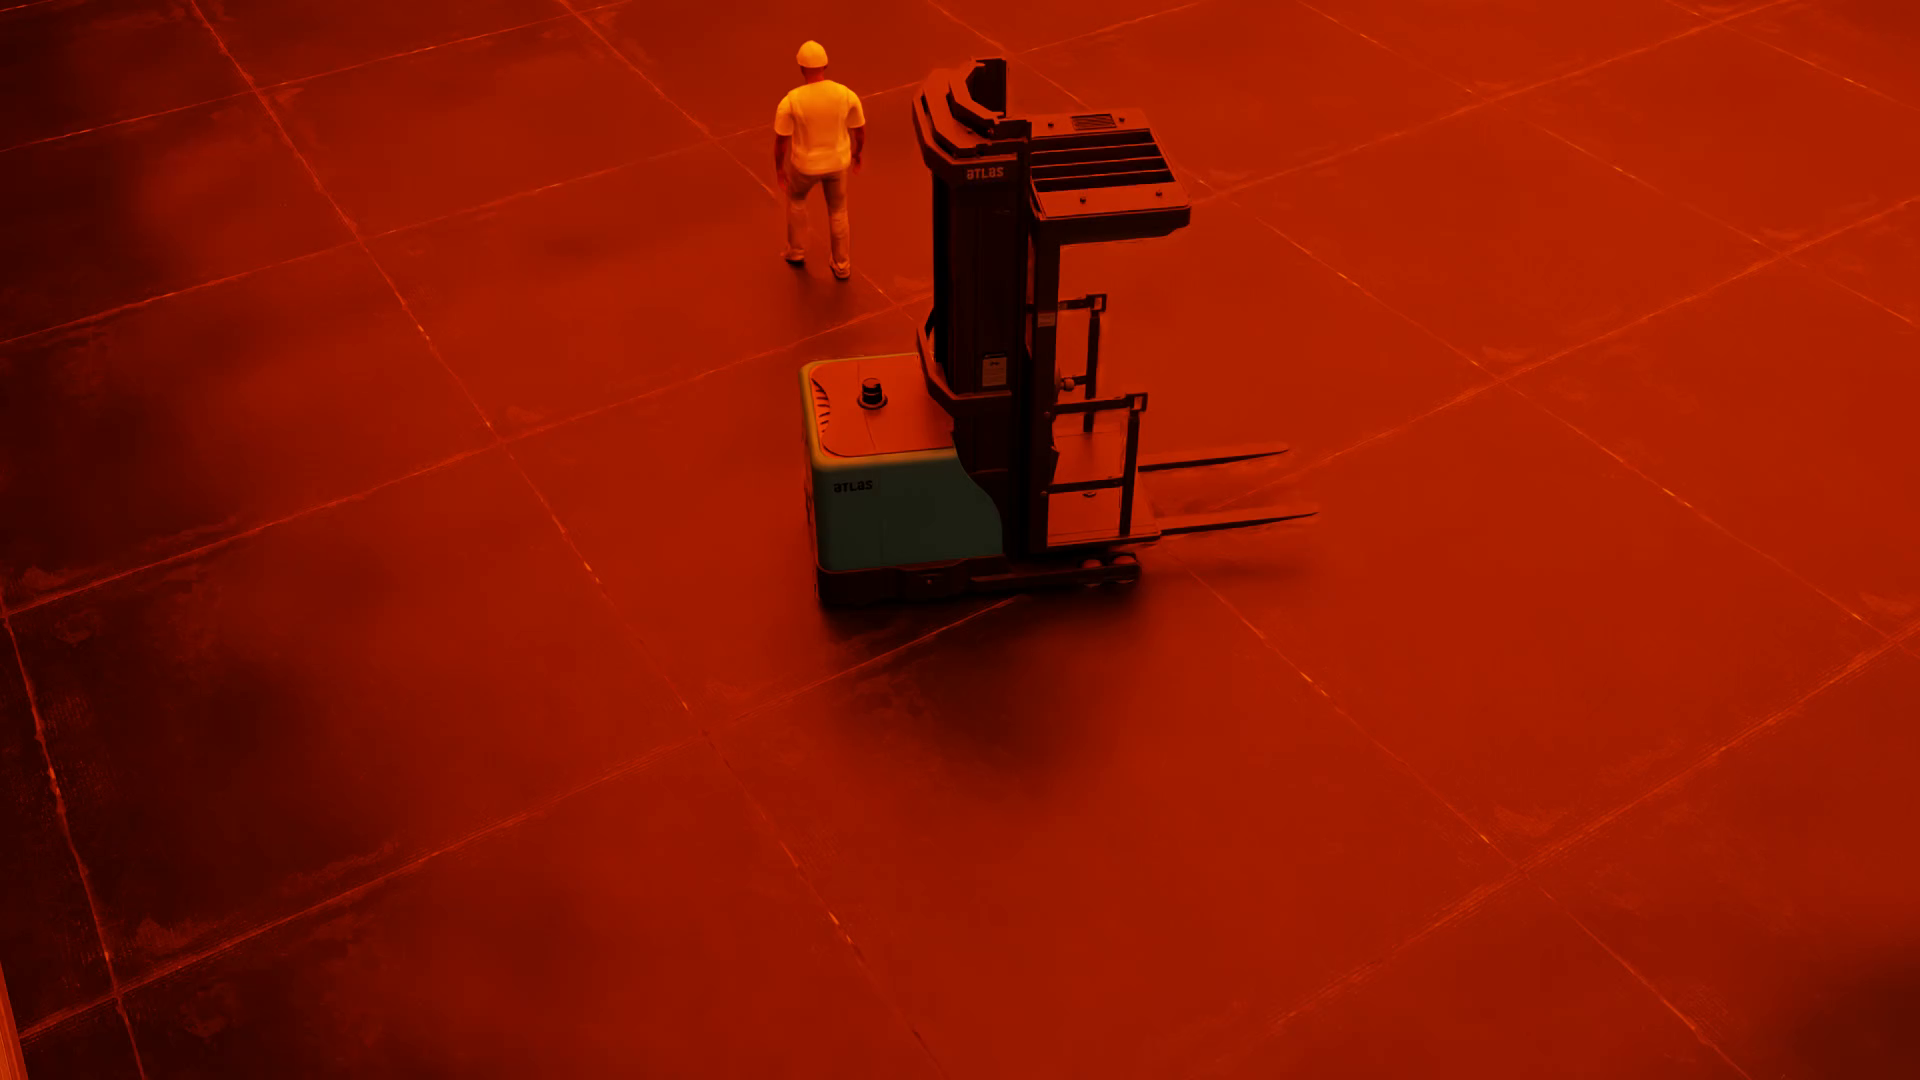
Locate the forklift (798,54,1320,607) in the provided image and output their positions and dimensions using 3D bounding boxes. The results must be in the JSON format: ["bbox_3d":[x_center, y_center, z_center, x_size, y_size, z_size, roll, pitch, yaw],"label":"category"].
[{"bbox_3d":[0.610,-1.168,9.207,3.031,2.935,1.130,-6,42,-7],"label":"forklift"}]

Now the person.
[{"bbox_3d":[-1.012,-2.717,11.927,0.667,1.802,0.565,-10,42,-12],"label":"person"}]
